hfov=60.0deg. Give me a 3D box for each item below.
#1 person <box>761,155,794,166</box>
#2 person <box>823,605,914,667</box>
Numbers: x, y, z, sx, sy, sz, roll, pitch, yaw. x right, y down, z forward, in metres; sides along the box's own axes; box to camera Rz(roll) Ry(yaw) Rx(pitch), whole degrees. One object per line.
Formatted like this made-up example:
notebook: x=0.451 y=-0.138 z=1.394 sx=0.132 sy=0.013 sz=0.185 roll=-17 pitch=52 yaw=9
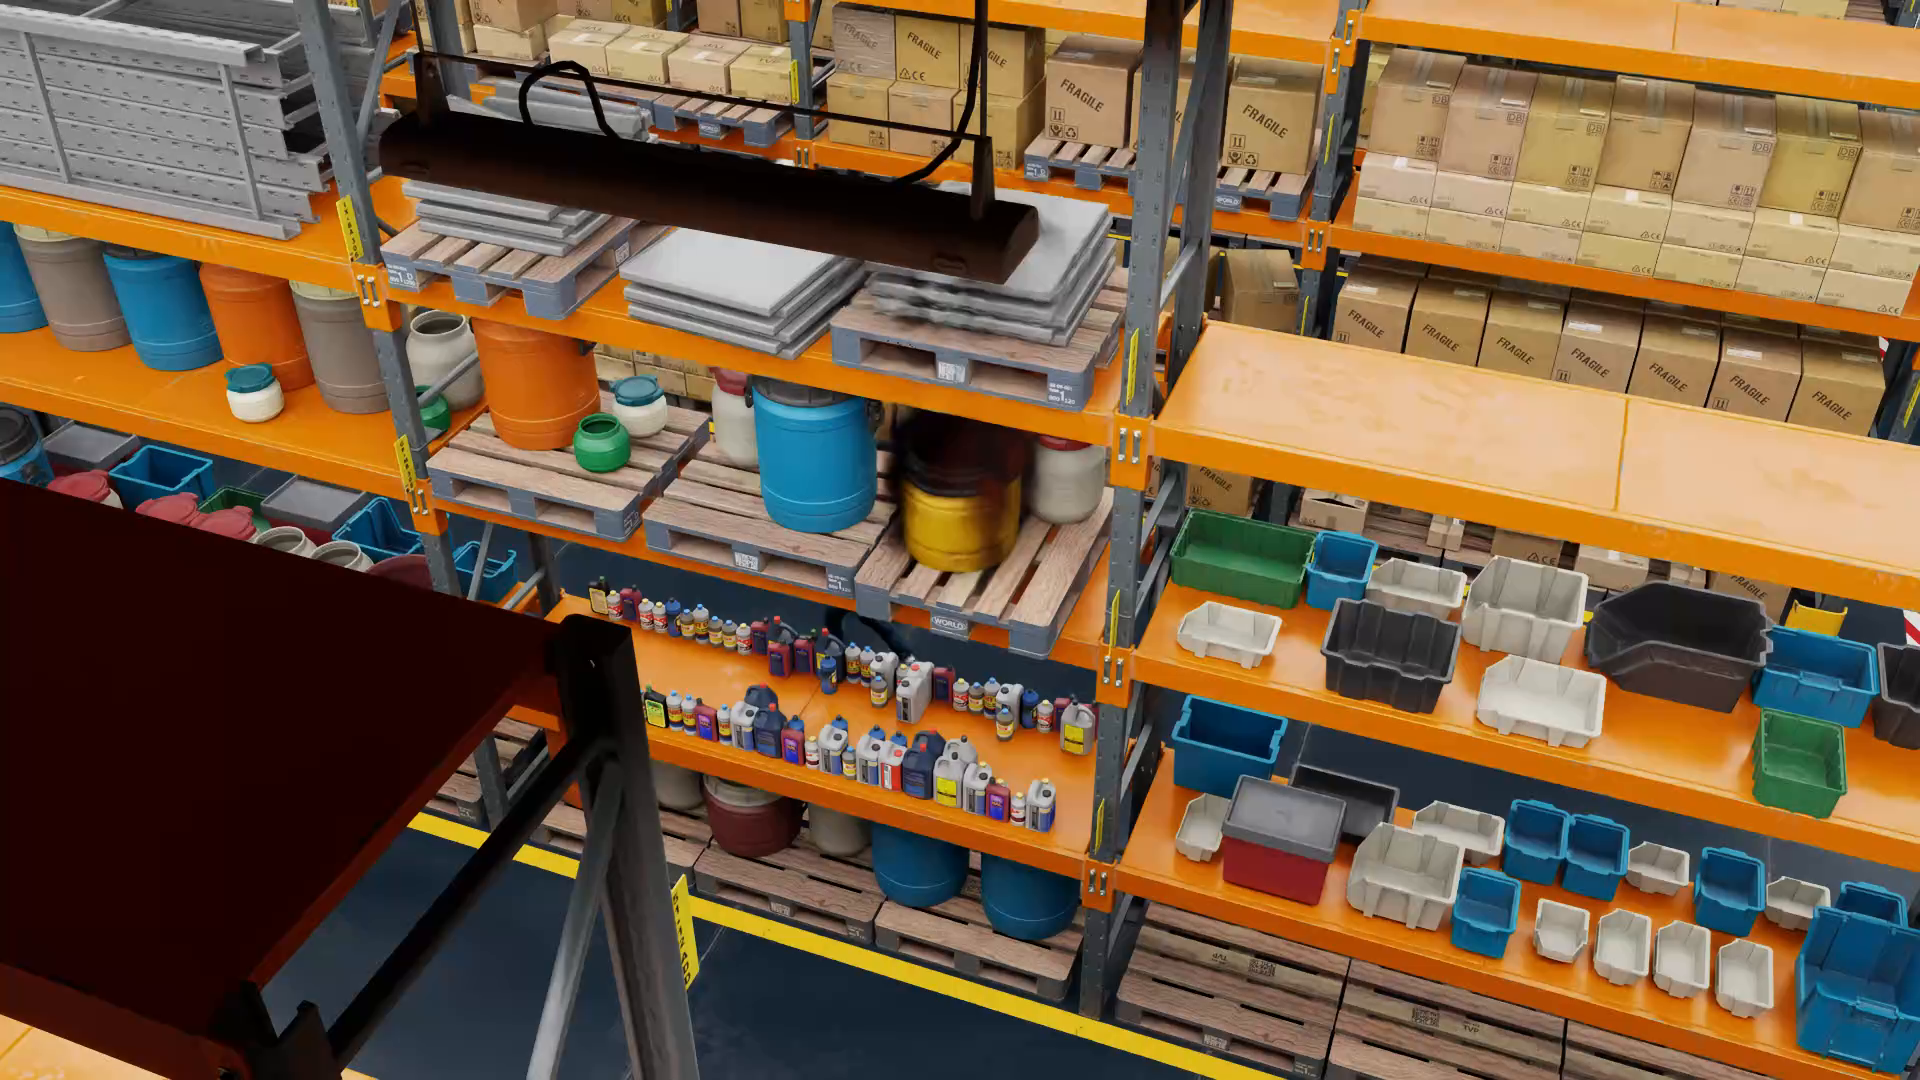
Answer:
person: x=-1.712 y=-3.147 z=16.268 sx=0.805 sy=1.736 sz=0.656 roll=-13 pitch=39 yaw=-17
person: x=-0.723 y=0.315 z=11.606 sx=0.800 sy=1.627 sz=0.527 roll=7 pitch=37 yaw=9
